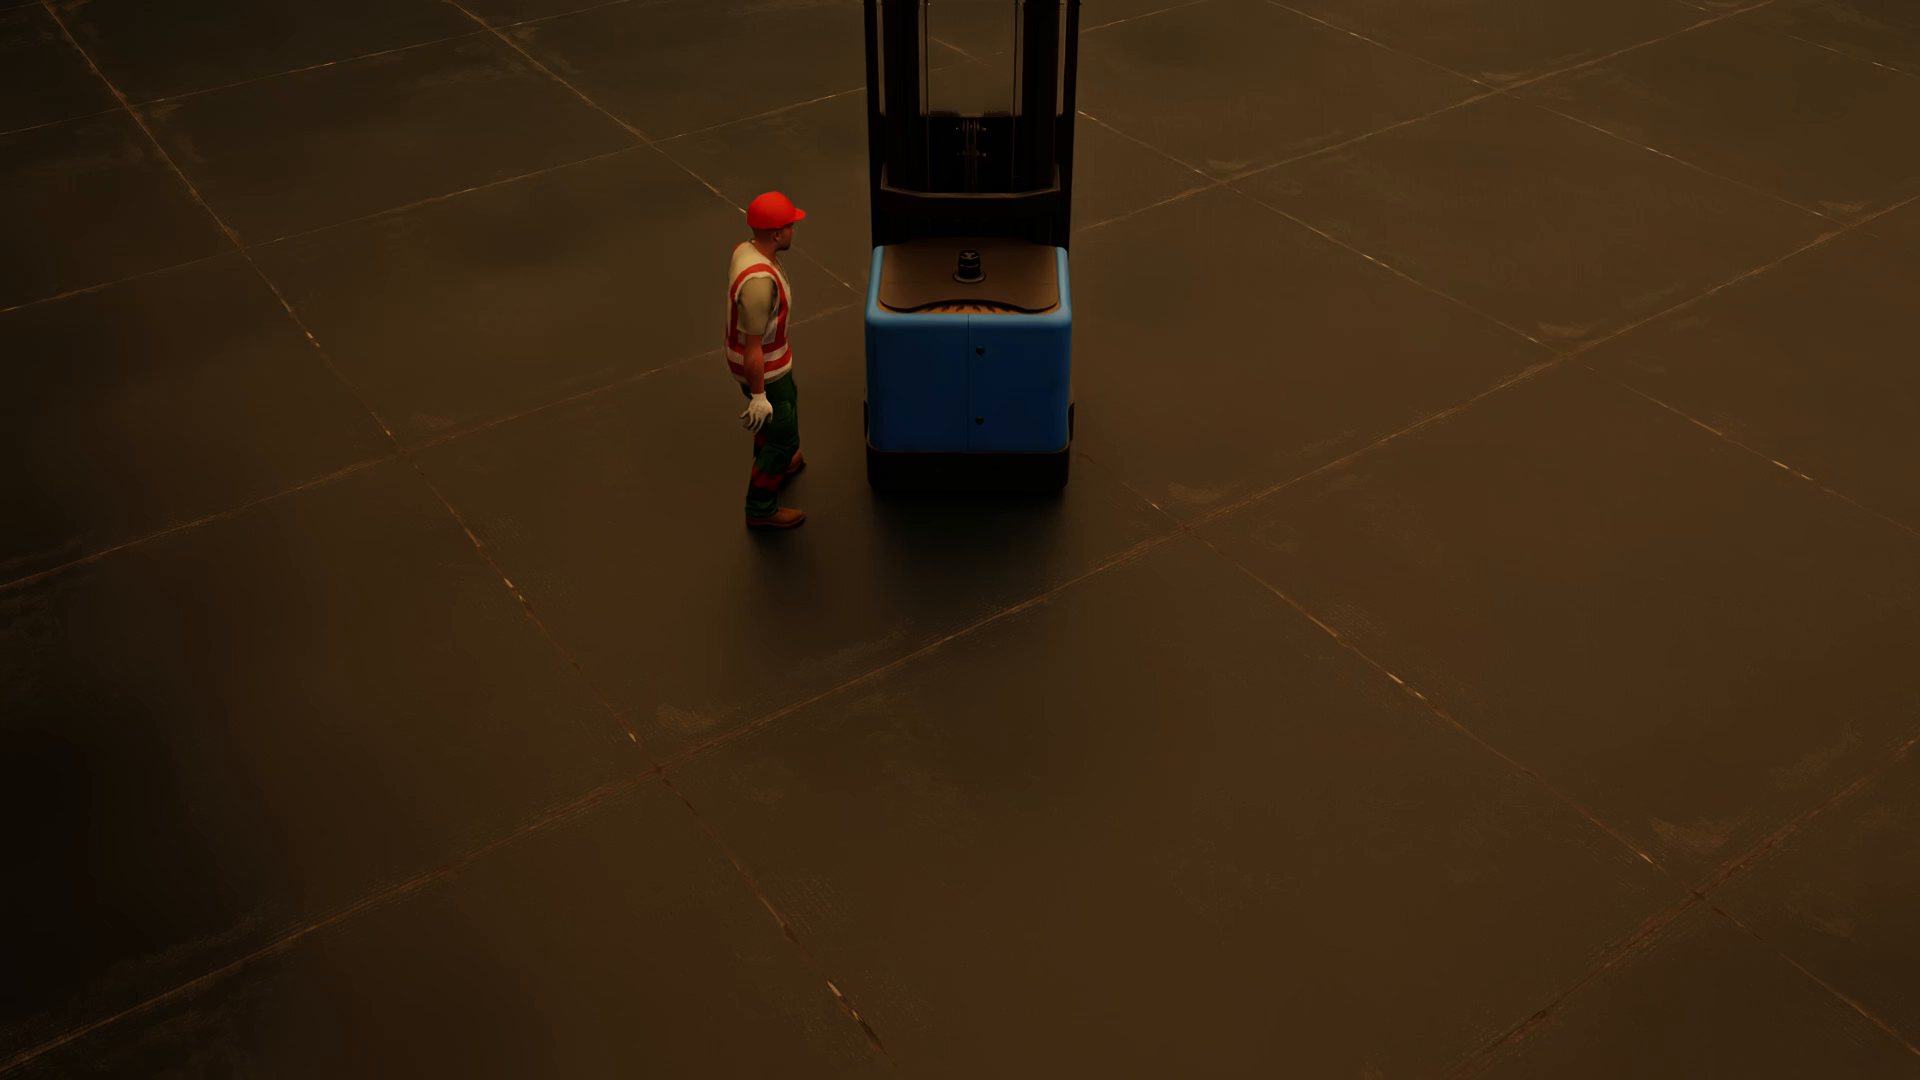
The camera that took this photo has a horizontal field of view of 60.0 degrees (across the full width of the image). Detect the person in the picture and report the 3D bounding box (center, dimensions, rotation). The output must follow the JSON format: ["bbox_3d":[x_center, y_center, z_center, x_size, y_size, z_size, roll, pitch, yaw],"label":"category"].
[{"bbox_3d":[-0.924,-0.876,8.122,0.430,1.750,0.848,-7,37,-10],"label":"person"}]

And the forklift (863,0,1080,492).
[{"bbox_3d":[0.063,-2.275,9.022,1.130,2.935,3.031,1,36,1],"label":"forklift"}]
